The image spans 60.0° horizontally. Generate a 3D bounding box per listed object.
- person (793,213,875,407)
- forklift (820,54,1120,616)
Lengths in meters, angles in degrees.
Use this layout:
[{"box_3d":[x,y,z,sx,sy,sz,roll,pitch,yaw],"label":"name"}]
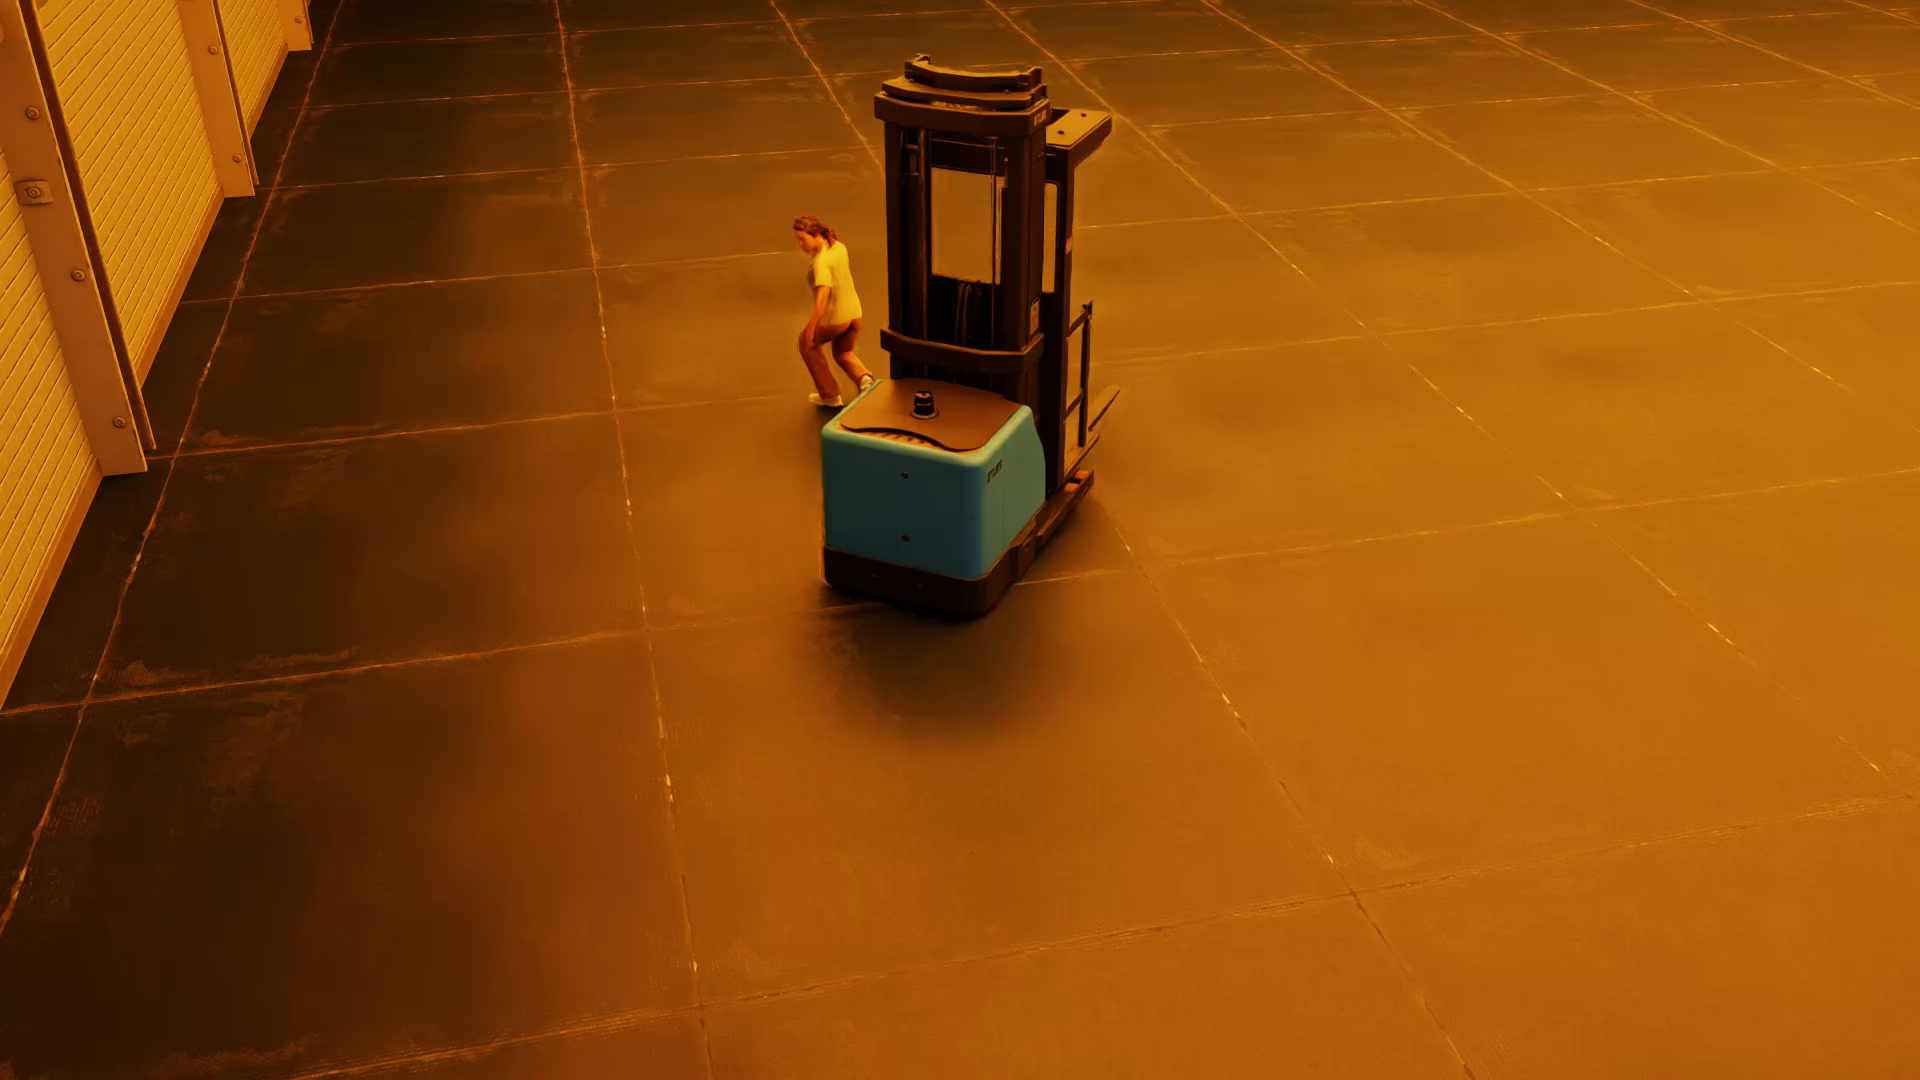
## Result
[{"box_3d":[-0.911,-1.594,11.831,0.700,1.464,0.609,22,37,33],"label":"person"},{"box_3d":[0.236,-1.551,10.255,1.130,2.935,3.031,12,32,20],"label":"forklift"}]
